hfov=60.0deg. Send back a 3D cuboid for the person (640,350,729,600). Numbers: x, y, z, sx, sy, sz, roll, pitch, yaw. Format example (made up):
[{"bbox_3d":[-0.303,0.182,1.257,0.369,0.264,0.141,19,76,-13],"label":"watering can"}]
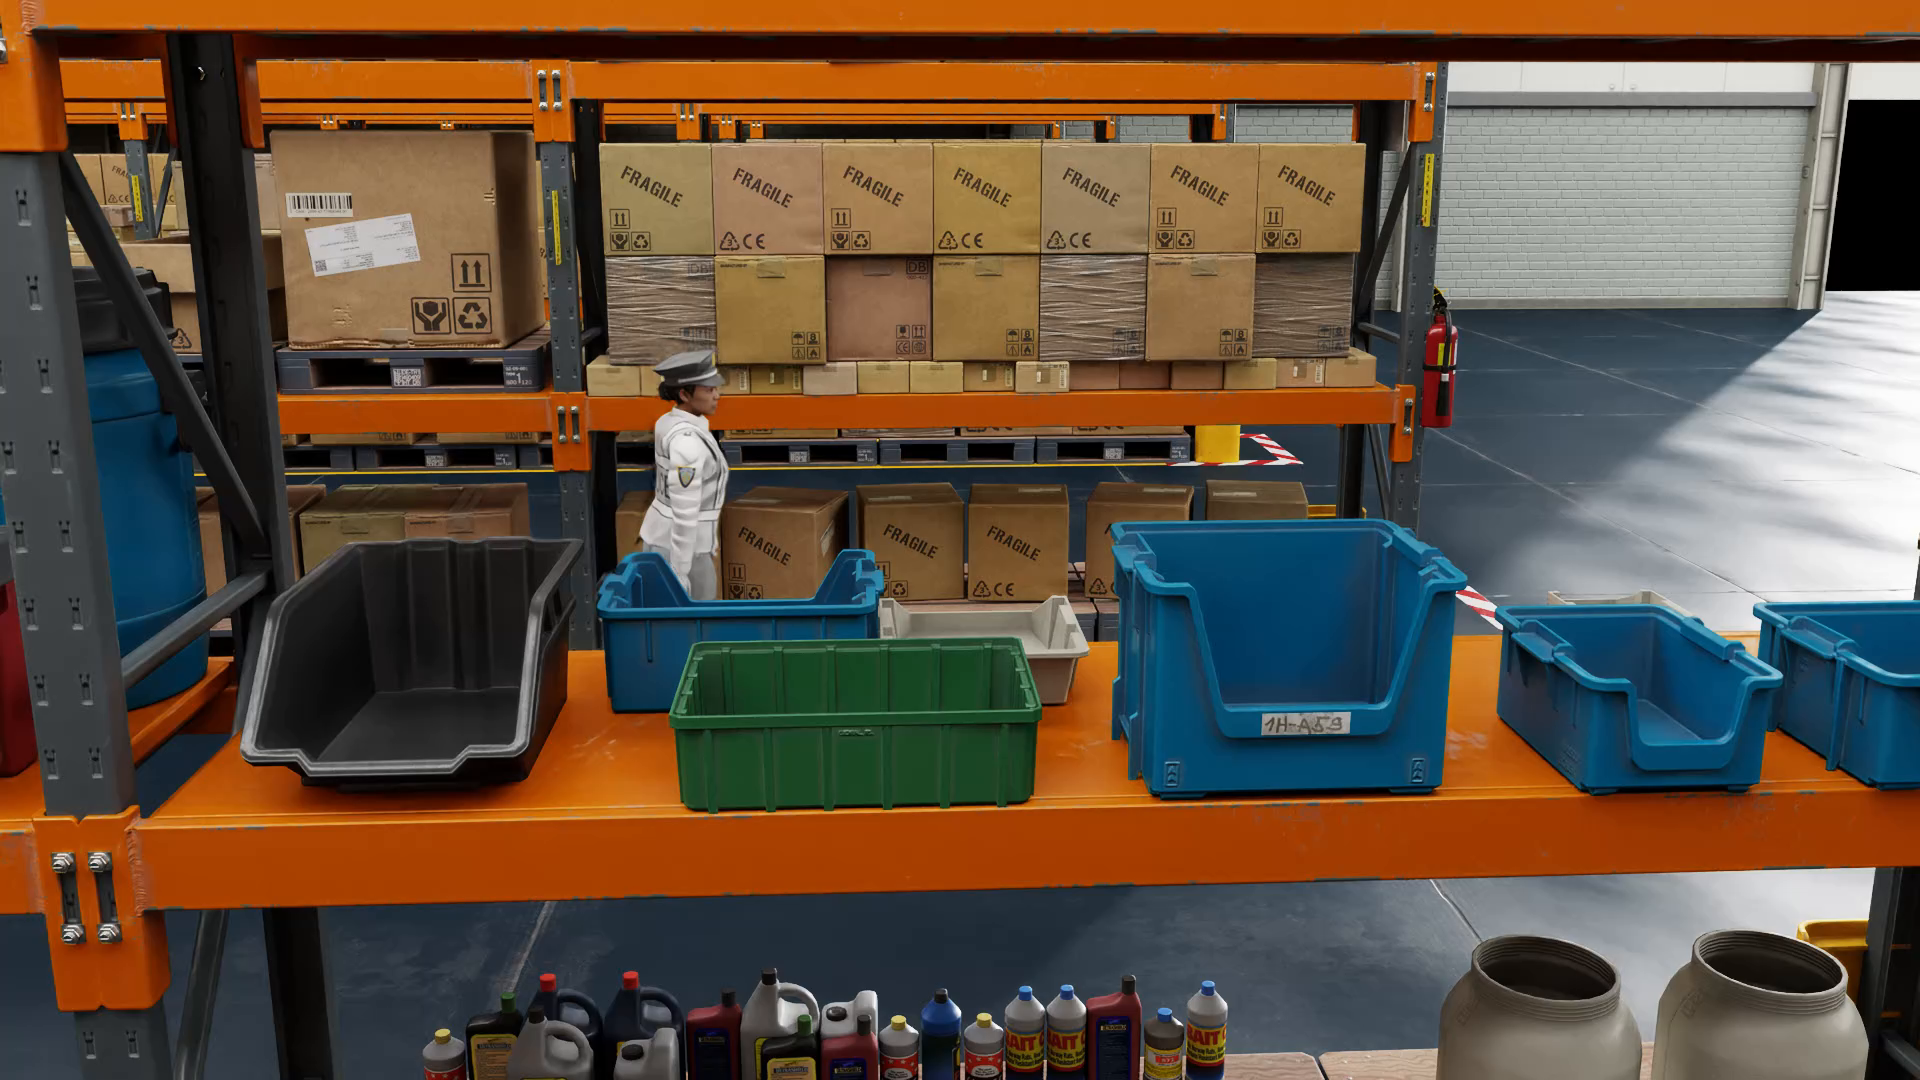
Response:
[{"bbox_3d":[-1.194,0.069,6.675,0.635,1.666,0.502,-6,15,-23],"label":"person"}]
